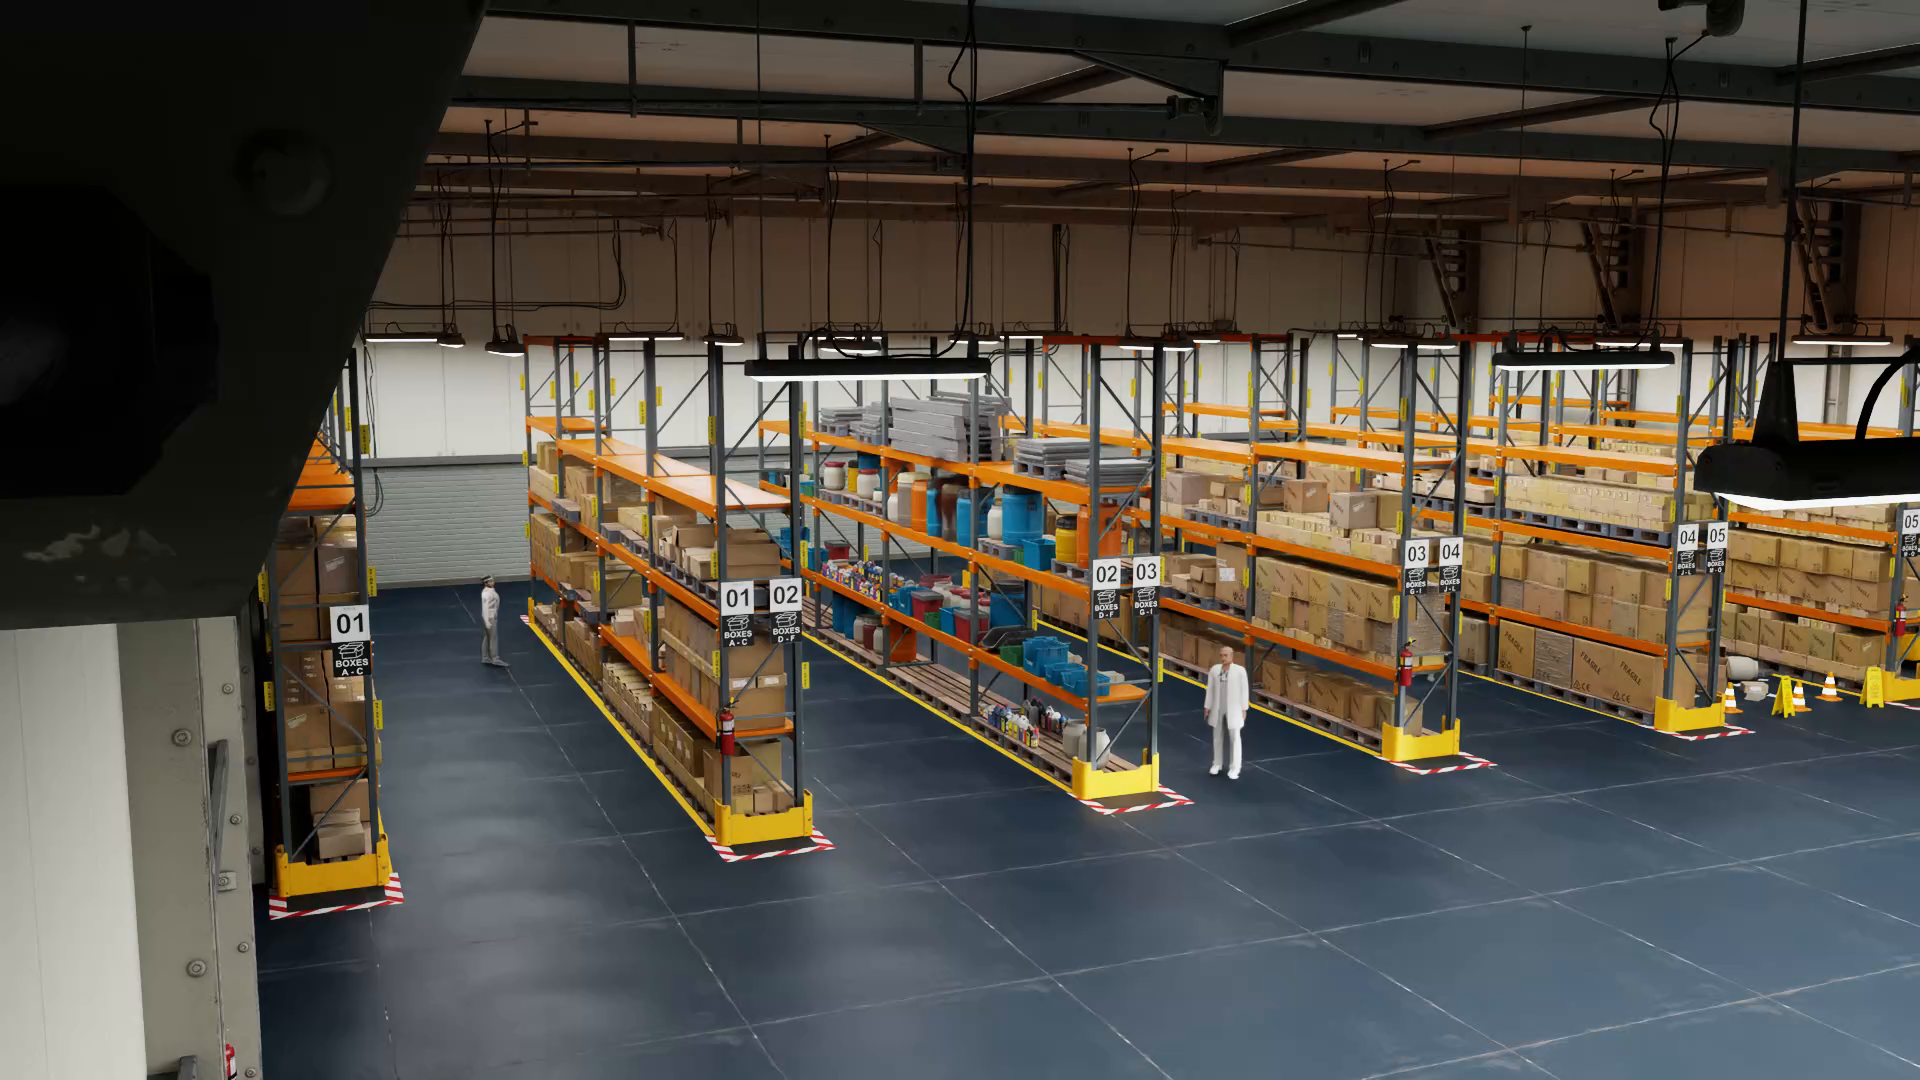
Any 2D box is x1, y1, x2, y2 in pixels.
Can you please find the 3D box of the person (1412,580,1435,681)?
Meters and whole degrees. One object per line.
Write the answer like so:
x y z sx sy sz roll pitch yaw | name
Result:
8.164 1.577 29.294 0.523 1.810 0.430 6 9 37 | person

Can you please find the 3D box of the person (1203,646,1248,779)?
3.677 2.406 23.140 0.617 1.762 0.412 4 9 27 | person

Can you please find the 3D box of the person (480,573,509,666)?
-8.546 1.450 30.492 0.486 1.707 0.492 -1 8 -11 | person
